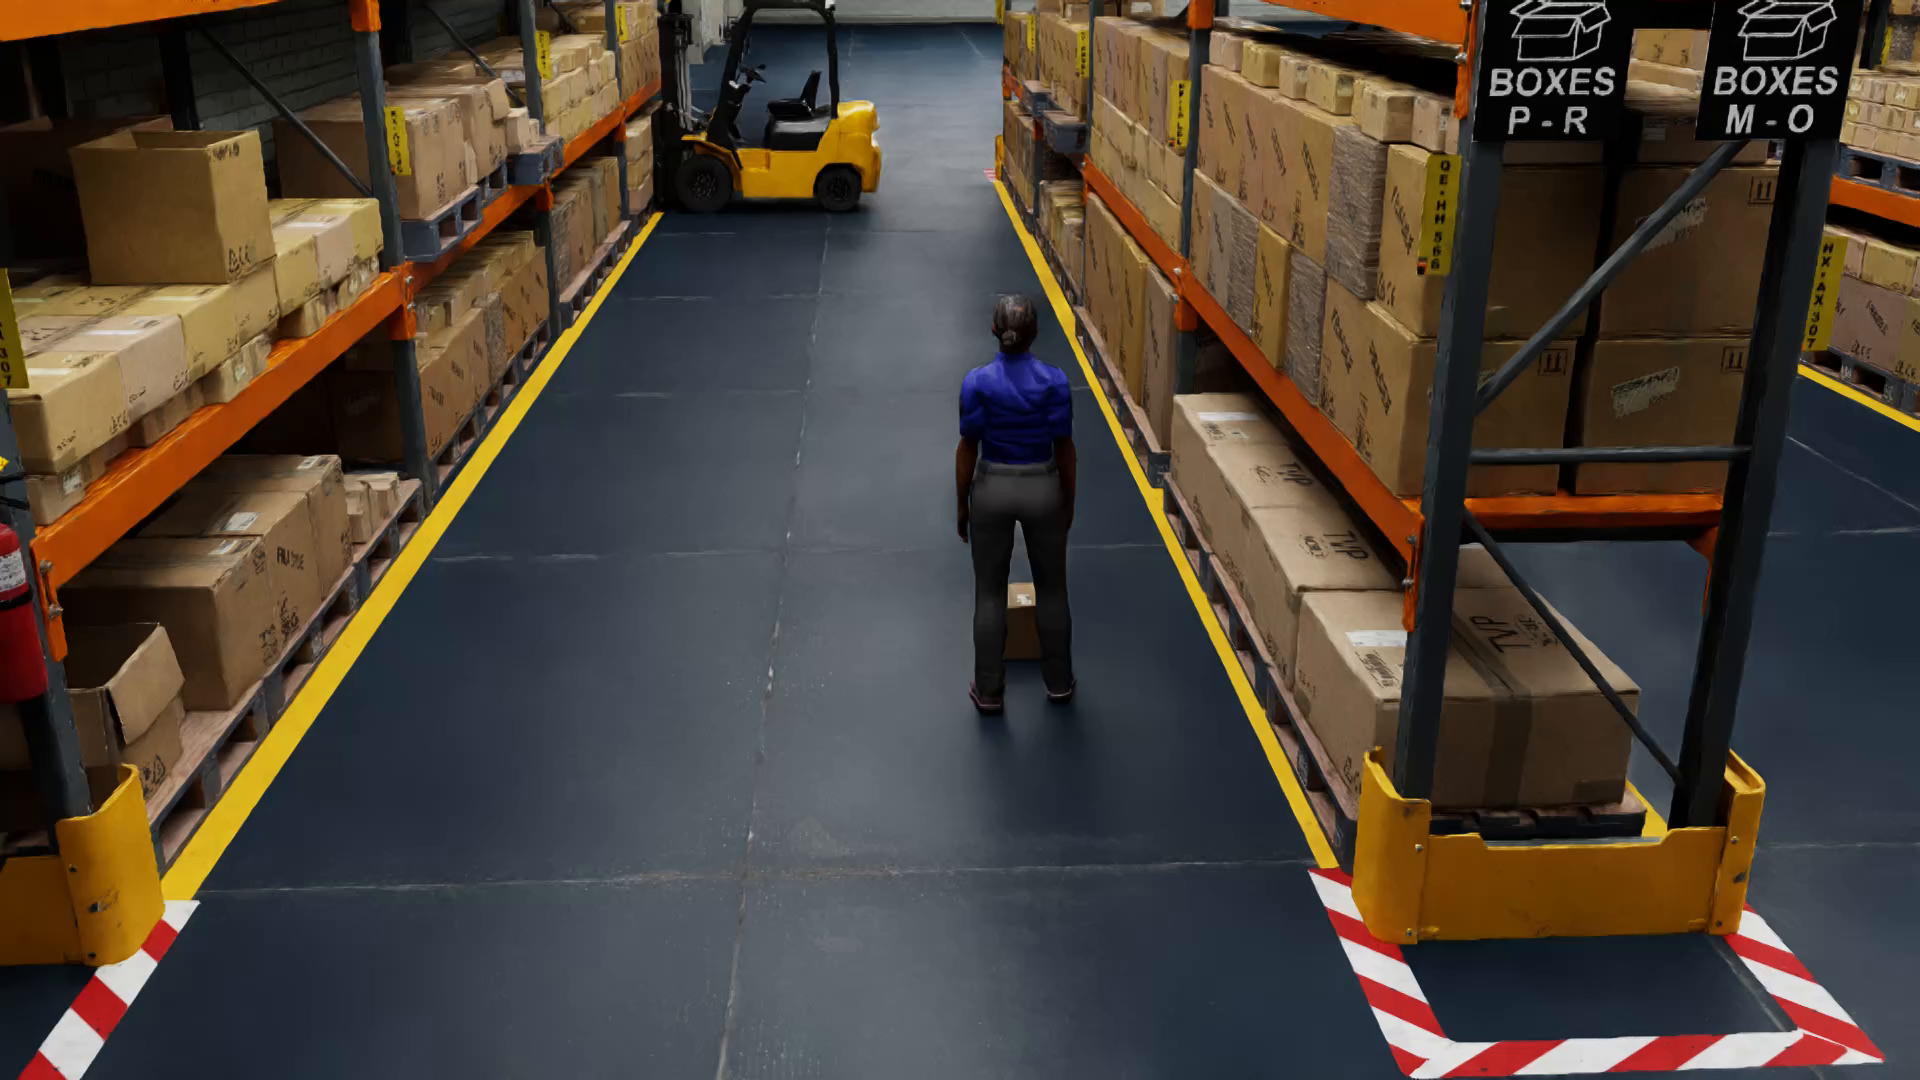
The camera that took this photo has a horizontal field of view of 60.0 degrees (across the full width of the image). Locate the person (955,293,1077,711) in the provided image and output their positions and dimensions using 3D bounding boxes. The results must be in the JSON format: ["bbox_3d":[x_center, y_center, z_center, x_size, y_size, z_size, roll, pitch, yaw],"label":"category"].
[{"bbox_3d":[0.228,-0.156,6.477,0.485,1.659,0.406,1,21,2],"label":"person"}]
